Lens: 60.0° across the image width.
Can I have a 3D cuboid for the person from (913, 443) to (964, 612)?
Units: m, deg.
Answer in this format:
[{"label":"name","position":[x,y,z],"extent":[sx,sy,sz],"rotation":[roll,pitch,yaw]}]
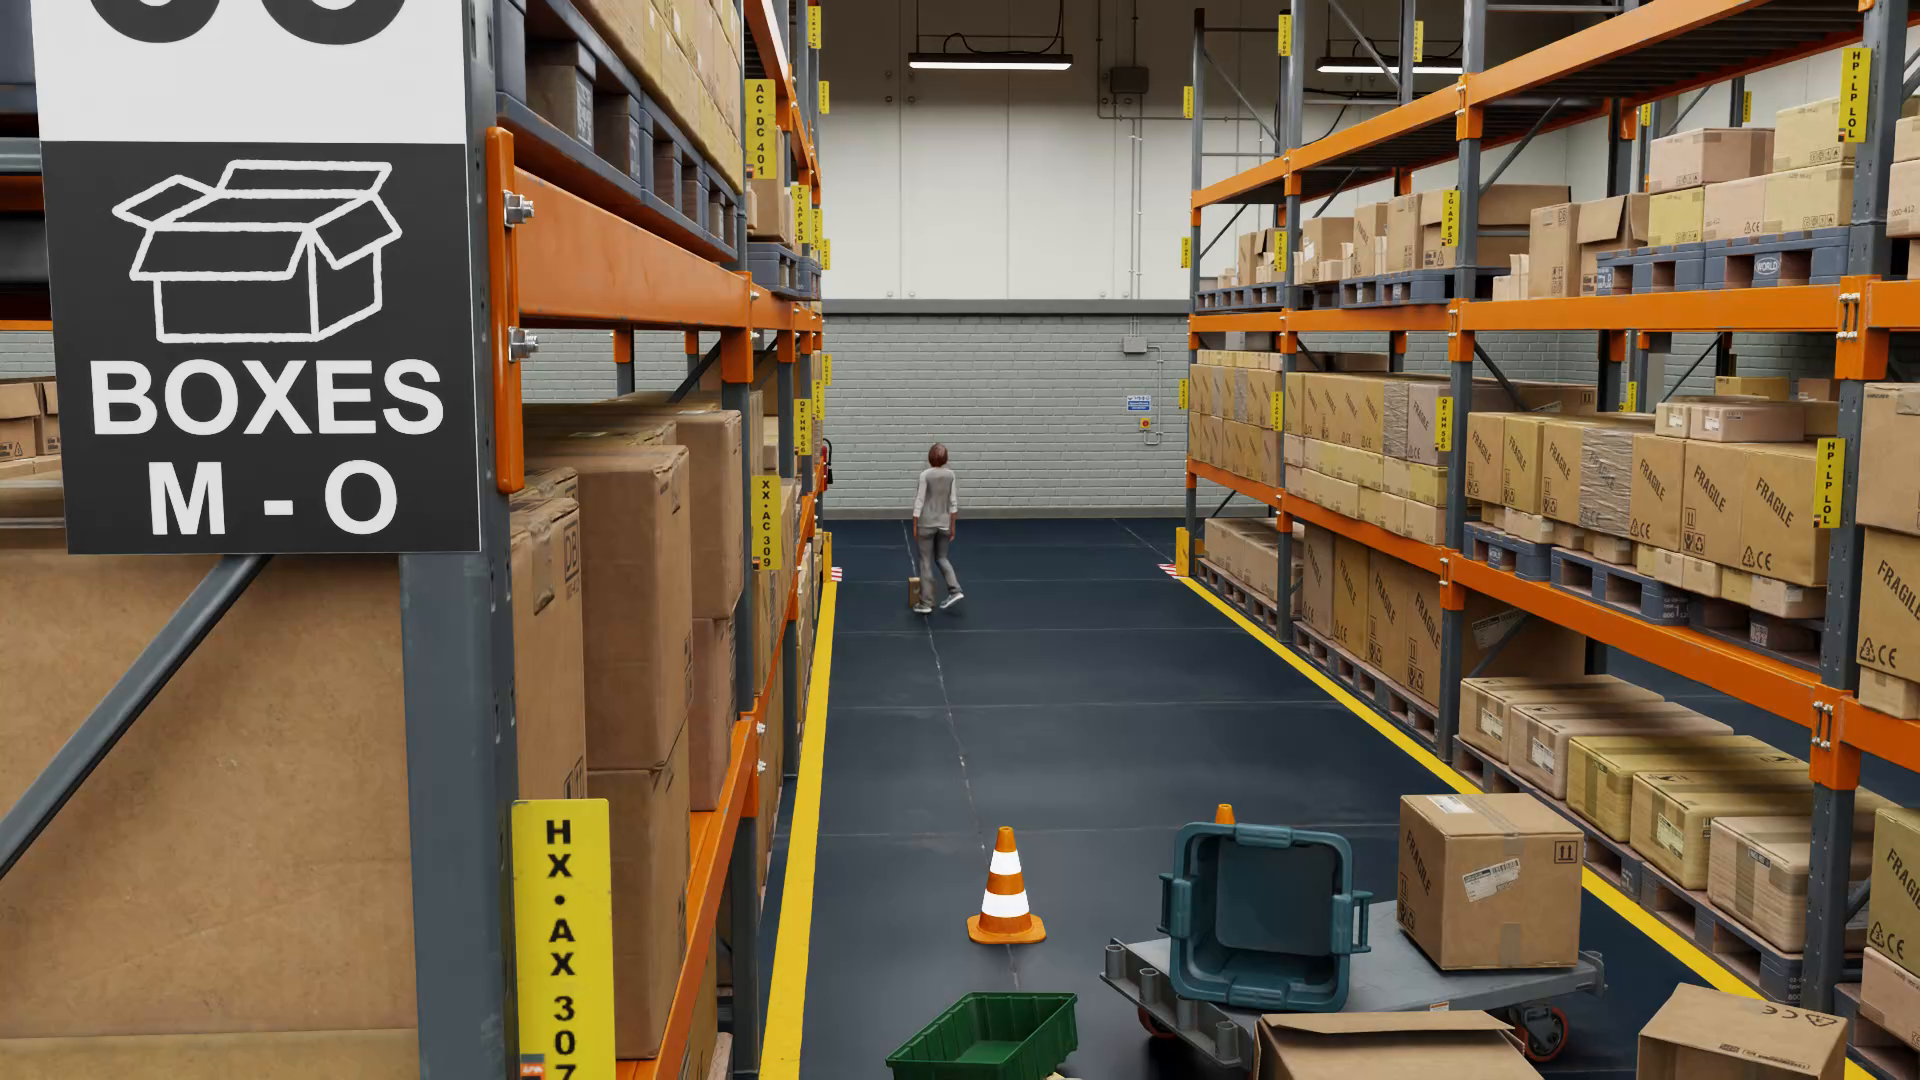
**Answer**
[{"label":"person","position":[-0.234,-0.111,15.618],"extent":[0.422,1.599,0.469],"rotation":[-4,8,-30]}]
